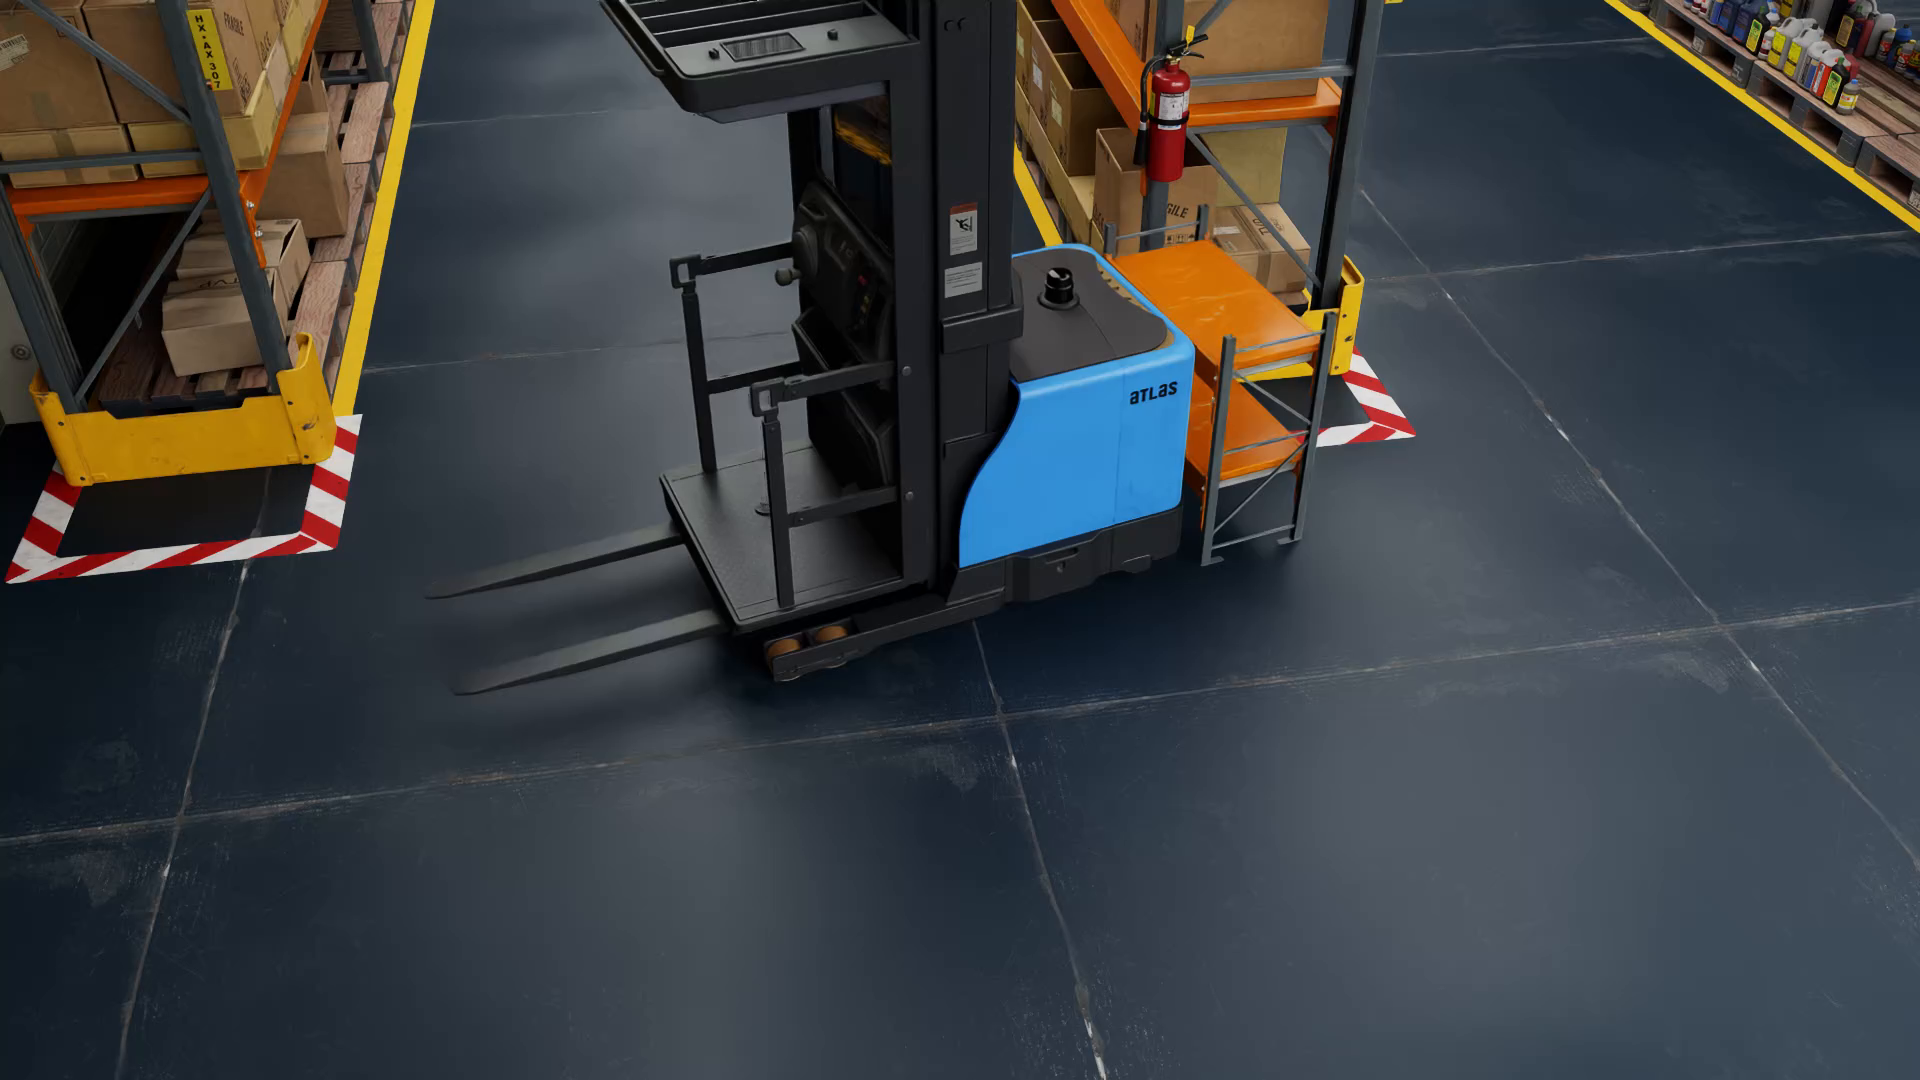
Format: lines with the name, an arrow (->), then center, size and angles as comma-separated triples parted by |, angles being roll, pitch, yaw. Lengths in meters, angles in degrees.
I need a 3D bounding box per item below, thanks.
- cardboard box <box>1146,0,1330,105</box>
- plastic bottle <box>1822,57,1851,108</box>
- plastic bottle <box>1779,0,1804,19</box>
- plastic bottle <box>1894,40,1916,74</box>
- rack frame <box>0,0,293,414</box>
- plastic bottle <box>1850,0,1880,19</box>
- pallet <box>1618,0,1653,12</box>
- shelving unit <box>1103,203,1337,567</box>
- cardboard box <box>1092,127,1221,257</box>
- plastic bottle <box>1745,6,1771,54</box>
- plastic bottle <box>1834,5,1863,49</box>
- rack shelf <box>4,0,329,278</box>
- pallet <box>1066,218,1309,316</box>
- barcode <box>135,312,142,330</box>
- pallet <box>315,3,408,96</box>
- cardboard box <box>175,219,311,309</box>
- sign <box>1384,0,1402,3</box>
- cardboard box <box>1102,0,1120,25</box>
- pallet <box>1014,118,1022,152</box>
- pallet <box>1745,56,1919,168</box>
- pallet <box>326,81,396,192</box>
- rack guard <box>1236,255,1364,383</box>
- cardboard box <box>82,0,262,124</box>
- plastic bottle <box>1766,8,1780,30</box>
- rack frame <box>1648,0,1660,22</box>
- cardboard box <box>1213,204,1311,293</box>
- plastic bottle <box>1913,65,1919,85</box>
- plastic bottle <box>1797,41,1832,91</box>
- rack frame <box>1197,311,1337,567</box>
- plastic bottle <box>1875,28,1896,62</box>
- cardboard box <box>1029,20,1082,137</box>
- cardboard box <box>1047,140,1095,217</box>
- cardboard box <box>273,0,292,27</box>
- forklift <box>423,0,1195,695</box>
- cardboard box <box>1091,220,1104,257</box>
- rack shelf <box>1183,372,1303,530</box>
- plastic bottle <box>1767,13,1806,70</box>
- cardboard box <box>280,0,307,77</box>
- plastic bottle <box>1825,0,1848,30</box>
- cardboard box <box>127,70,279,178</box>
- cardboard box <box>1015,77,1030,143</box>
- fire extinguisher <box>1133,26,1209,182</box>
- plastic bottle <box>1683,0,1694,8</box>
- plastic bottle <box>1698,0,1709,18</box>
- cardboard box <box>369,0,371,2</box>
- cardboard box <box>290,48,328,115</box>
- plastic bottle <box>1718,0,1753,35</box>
cardboard box -> 1.292, -2.400, 7.813 | 0.700, 0.500, 0.500 | -6, 38, -8
plastic bottle -> 5.446, -2.840, 10.316 | 0.061, 0.283, 0.133 | -5, 38, -7
plastic bottle -> 5.792, -3.778, 11.469 | 0.144, 0.351, 0.185 | -6, 38, -8
plastic bottle -> 6.132, -3.133, 10.759 | 0.097, 0.201, 0.097 | 0, 38, 0
rack frame -> -3.516, -1.542, 6.790 | 1.000, 3.000, 0.127 | -6, 38, -8
plastic bottle -> 6.024, -3.483, 11.088 | 0.144, 0.351, 0.185 | -6, 38, -8
pallet -> 5.361, -4.393, 12.732 | 1.003, 0.211, 1.213 | -6, 38, -8
shelving unit -> 1.058, -0.685, 7.214 | 0.538, 1.125, 1.048 | -14, 40, -18
cardboard box -> 0.974, -1.745, 8.339 | 0.500, 0.500, 0.500 | -6, 38, -8
plastic bottle -> 5.291, -3.375, 11.004 | 0.061, 0.283, 0.133 | -5, 38, -6
plastic bottle -> 5.927, -3.429, 11.075 | 0.061, 0.283, 0.133 | -6, 38, -8
rack shelf -> -3.866, -2.466, 8.566 | 1.077, 0.370, 4.000 | -6, 38, -8
pallet -> 1.185, -1.434, 8.923 | 1.003, 0.211, 1.213 | -6, 38, -8
barcode -> -3.945, -1.053, 7.987 | 0.001, 0.075, 0.075 | -6, 38, -8
pallet -> -4.355, -3.327, 11.361 | 1.003, 0.211, 1.213 | -6, 38, -8
cardboard box -> -3.648, -1.426, 8.474 | 0.500, 0.311, 0.500 | -3, 38, -4
sign -> 1.908, -2.507, 7.261 | 0.100, 0.325, 0.005 | -6, 38, -8
cardboard box -> 1.113, -3.017, 8.608 | 0.700, 0.500, 0.500 | -6, 38, -8
pallet -> 0.758, -2.907, 10.820 | 1.003, 0.211, 1.213 | -6, 38, -8
pallet -> 5.831, -2.774, 10.649 | 1.003, 0.211, 1.213 | -6, 38, -8
pallet -> -4.064, -2.455, 10.238 | 1.003, 0.211, 1.213 | -6, 38, -8
rack guard -> 1.365, -1.076, 8.227 | 1.175, 0.500, 0.348 | -6, 38, -8
cardboard box -> -3.303, -2.108, 7.013 | 0.500, 0.500, 0.500 | -6, 38, -8
plastic bottle -> 5.366, -3.389, 11.033 | 0.097, 0.271, 0.097 | 0, 38, 0
rack frame -> 5.537, -5.024, 11.272 | 1.000, 3.000, 0.127 | -6, 38, -8
cardboard box -> 1.486, -1.505, 8.642 | 0.500, 0.250, 0.500 | -6, 38, -8
plastic bottle -> 6.167, -3.040, 10.583 | 0.097, 0.271, 0.097 | 0, 38, 0
plastic bottle -> 5.443, -3.007, 10.537 | 0.152, 0.276, 0.135 | -7, 38, -9
rack frame -> 1.254, -0.397, 6.844 | 0.500, 1.125, 0.032 | -14, 40, -18
plastic bottle -> 6.096, -3.257, 10.919 | 0.097, 0.201, 0.097 | 0, 38, 0
cardboard box -> 0.698, -2.650, 9.504 | 0.500, 0.500, 0.500 | -6, 38, -8
cardboard box -> 0.787, -2.052, 9.345 | 0.500, 0.250, 0.500 | -6, 38, -8
cardboard box -> -3.465, -2.720, 7.801 | 0.500, 0.500, 0.500 | -7, 38, -9
forklift -> -0.624, -0.974, 6.114 | 3.031, 2.935, 1.130 | -15, 40, -19
cardboard box -> 0.976, -1.450, 8.570 | 0.500, 0.250, 0.500 | -6, 38, -8
rack shelf -> 1.058, -0.492, 7.364 | 0.538, 0.278, 1.000 | -14, 40, -18
plastic bottle -> 5.377, -3.249, 10.787 | 0.144, 0.351, 0.185 | -7, 38, -8
cardboard box -> -3.477, -2.440, 8.052 | 0.500, 0.250, 0.500 | -7, 38, -9
plastic bottle -> 5.967, -3.678, 11.339 | 0.144, 0.351, 0.185 | -8, 39, -10
cardboard box -> -3.288, -1.820, 7.254 | 0.500, 0.250, 0.500 | -7, 38, -9
cardboard box -> 0.608, -2.656, 10.122 | 0.500, 0.250, 0.500 | -6, 38, -8
fire extinguisher -> 0.924, -1.926, 7.347 | 0.296, 0.674, 0.183 | -6, 38, -8
plastic bottle -> 5.161, -3.881, 11.665 | 0.097, 0.271, 0.097 | 0, 38, 0
plastic bottle -> 5.197, -3.730, 11.529 | 0.097, 0.201, 0.097 | 0, 38, 0
cardboard box -> -4.502, -3.894, 11.497 | 0.700, 0.500, 0.500 | -7, 38, -9
cardboard box -> -3.995, -2.522, 9.731 | 0.500, 0.500, 0.500 | -9, 39, -11
plastic bottle -> 5.270, -3.619, 11.264 | 0.144, 0.351, 0.185 | -5, 38, -7
